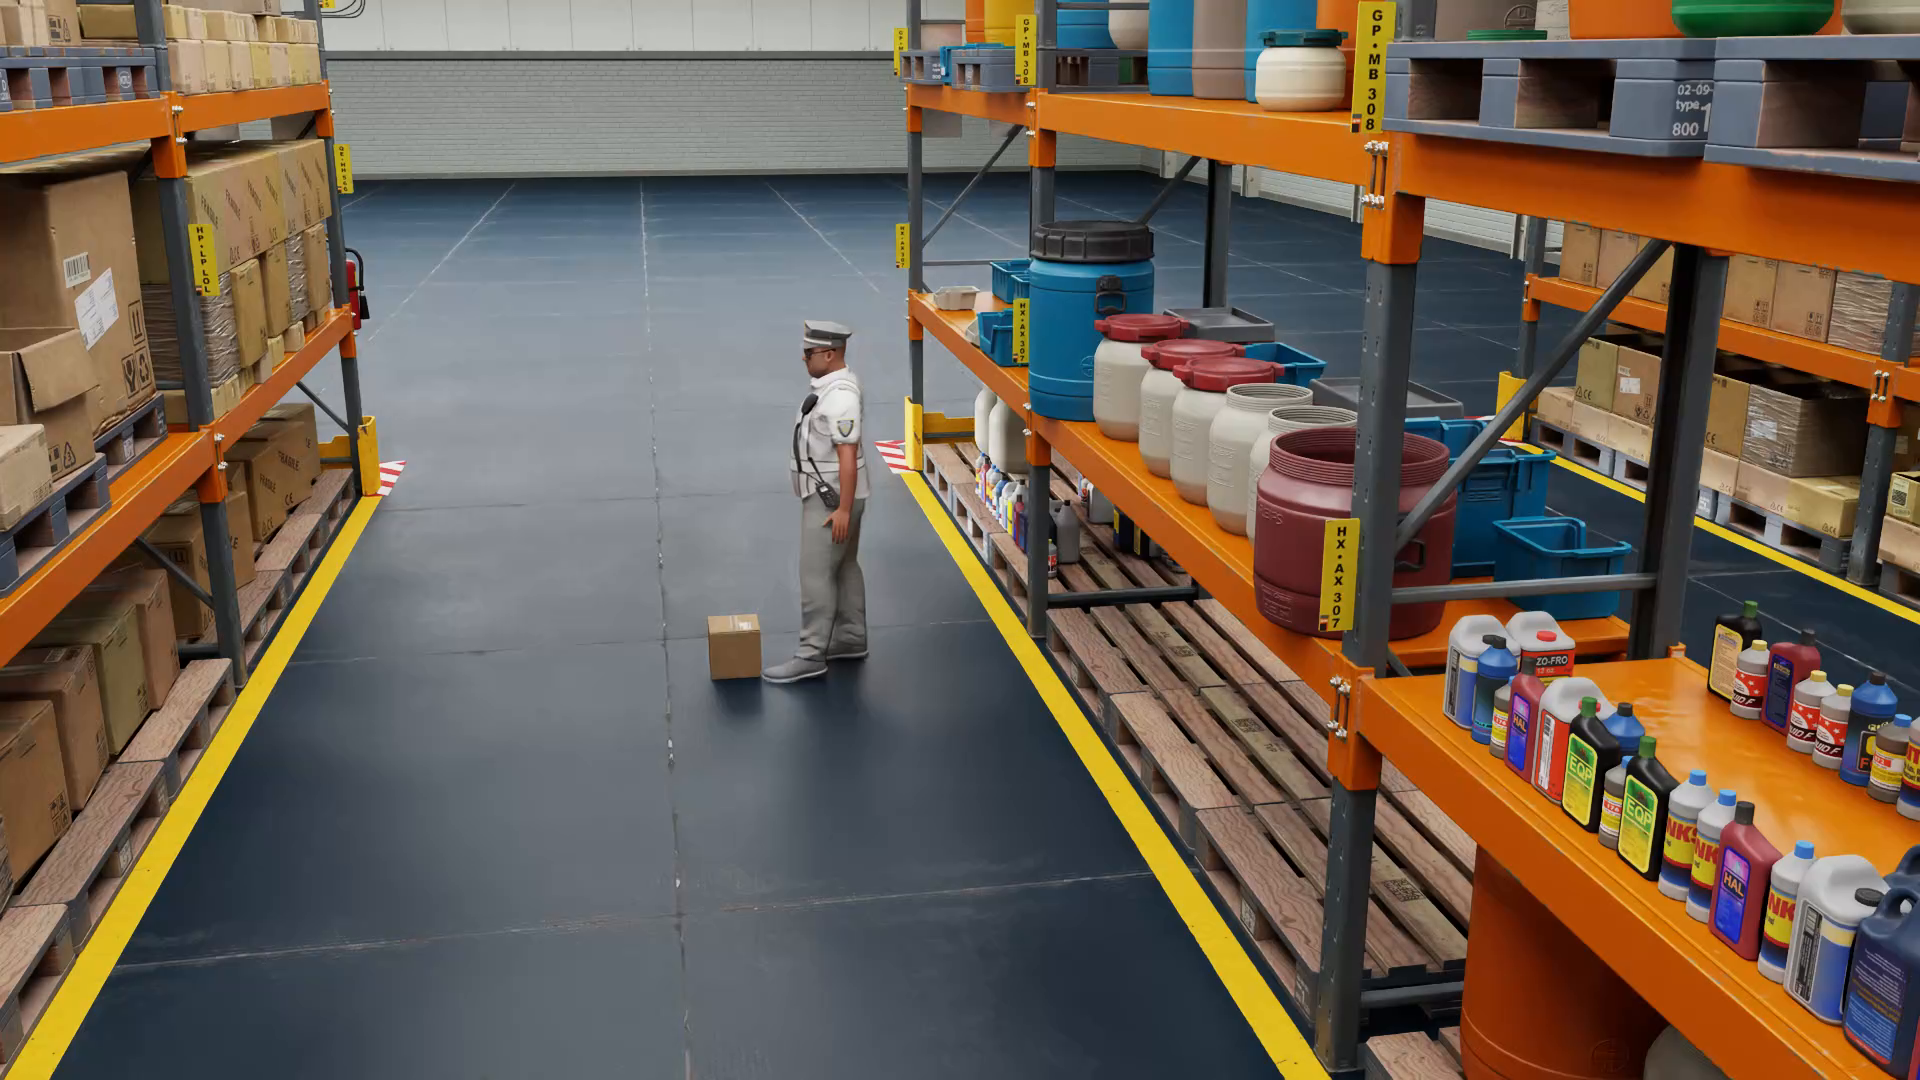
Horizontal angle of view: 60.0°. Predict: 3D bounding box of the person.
[{"bbox_3d":[-0.723,-0.211,8.236,0.559,1.764,0.575,-1,16,-5],"label":"person"}]
